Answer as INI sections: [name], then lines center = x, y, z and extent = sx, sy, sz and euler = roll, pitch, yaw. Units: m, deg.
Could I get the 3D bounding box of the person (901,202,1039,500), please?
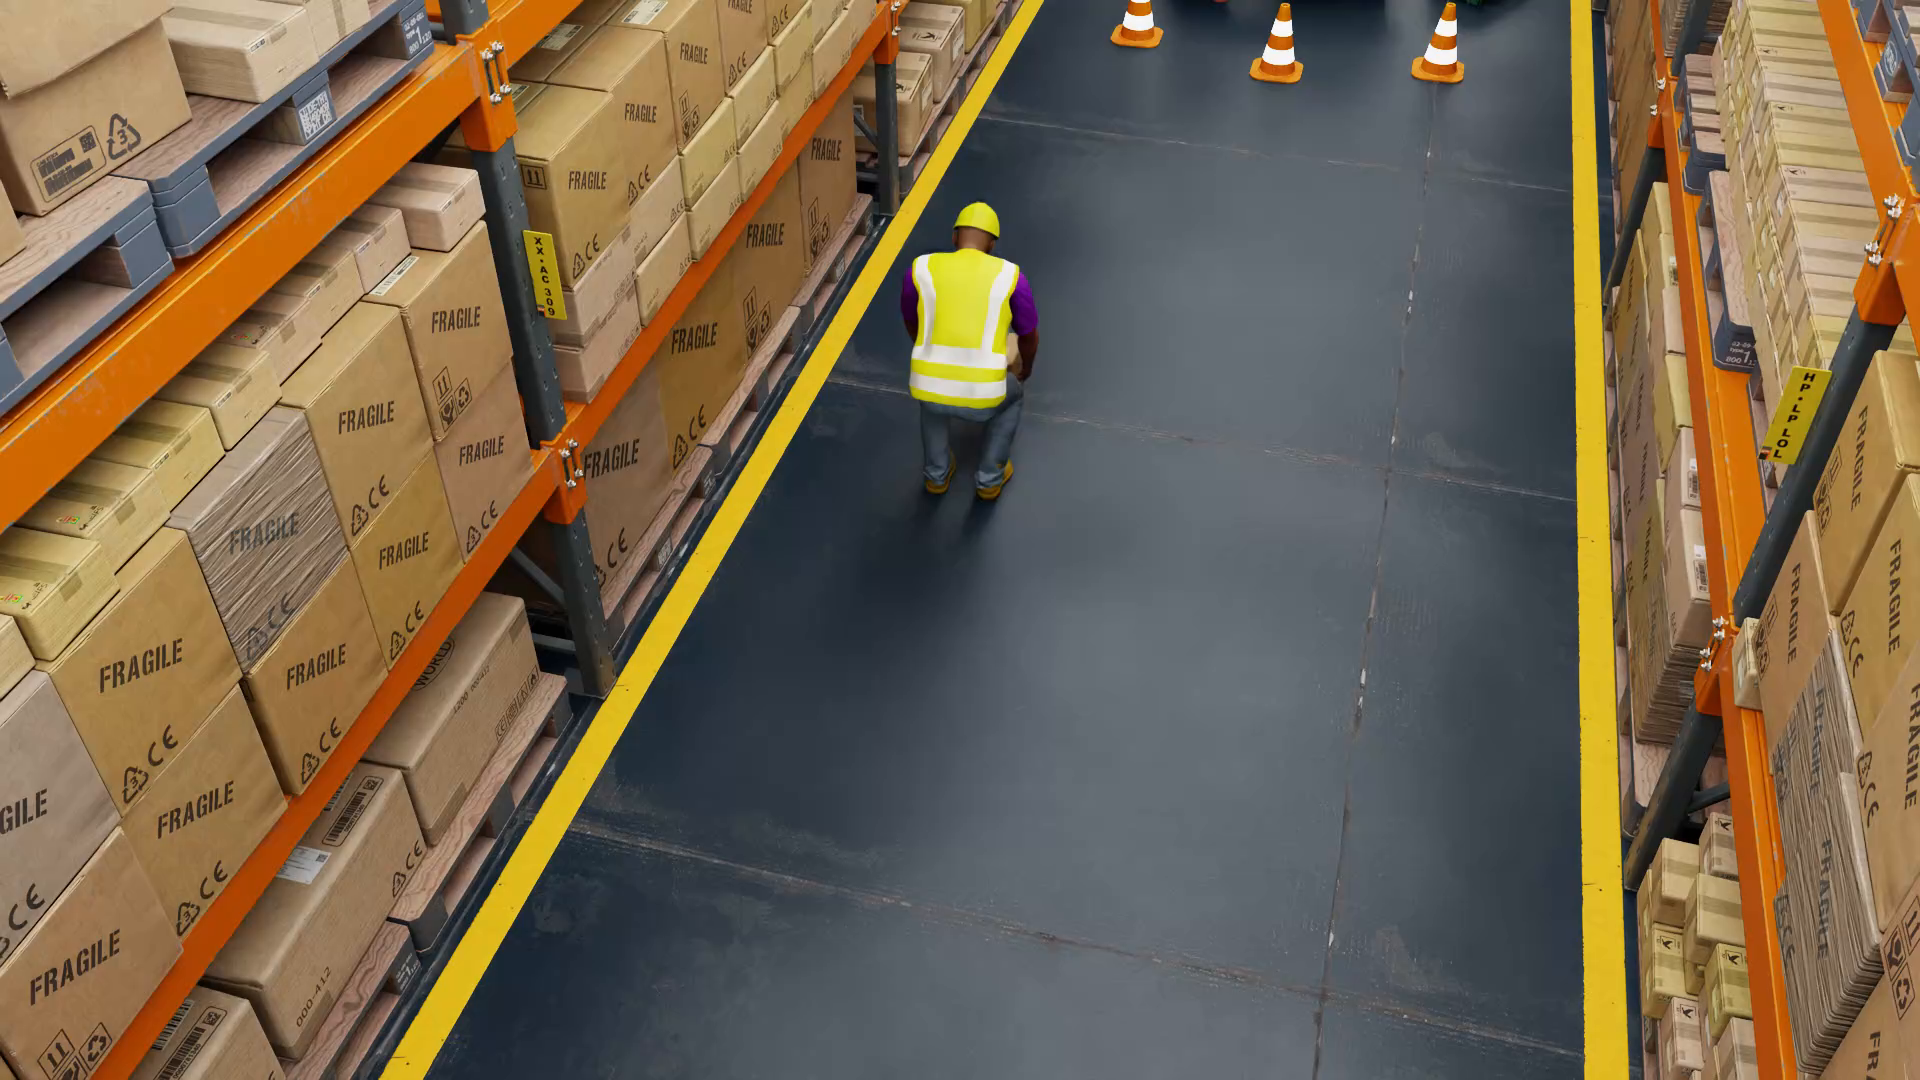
[person]
center = 0.009, -0.804, 7.461
extent = 0.626, 1.260, 0.822
euler = 10, 42, 11
